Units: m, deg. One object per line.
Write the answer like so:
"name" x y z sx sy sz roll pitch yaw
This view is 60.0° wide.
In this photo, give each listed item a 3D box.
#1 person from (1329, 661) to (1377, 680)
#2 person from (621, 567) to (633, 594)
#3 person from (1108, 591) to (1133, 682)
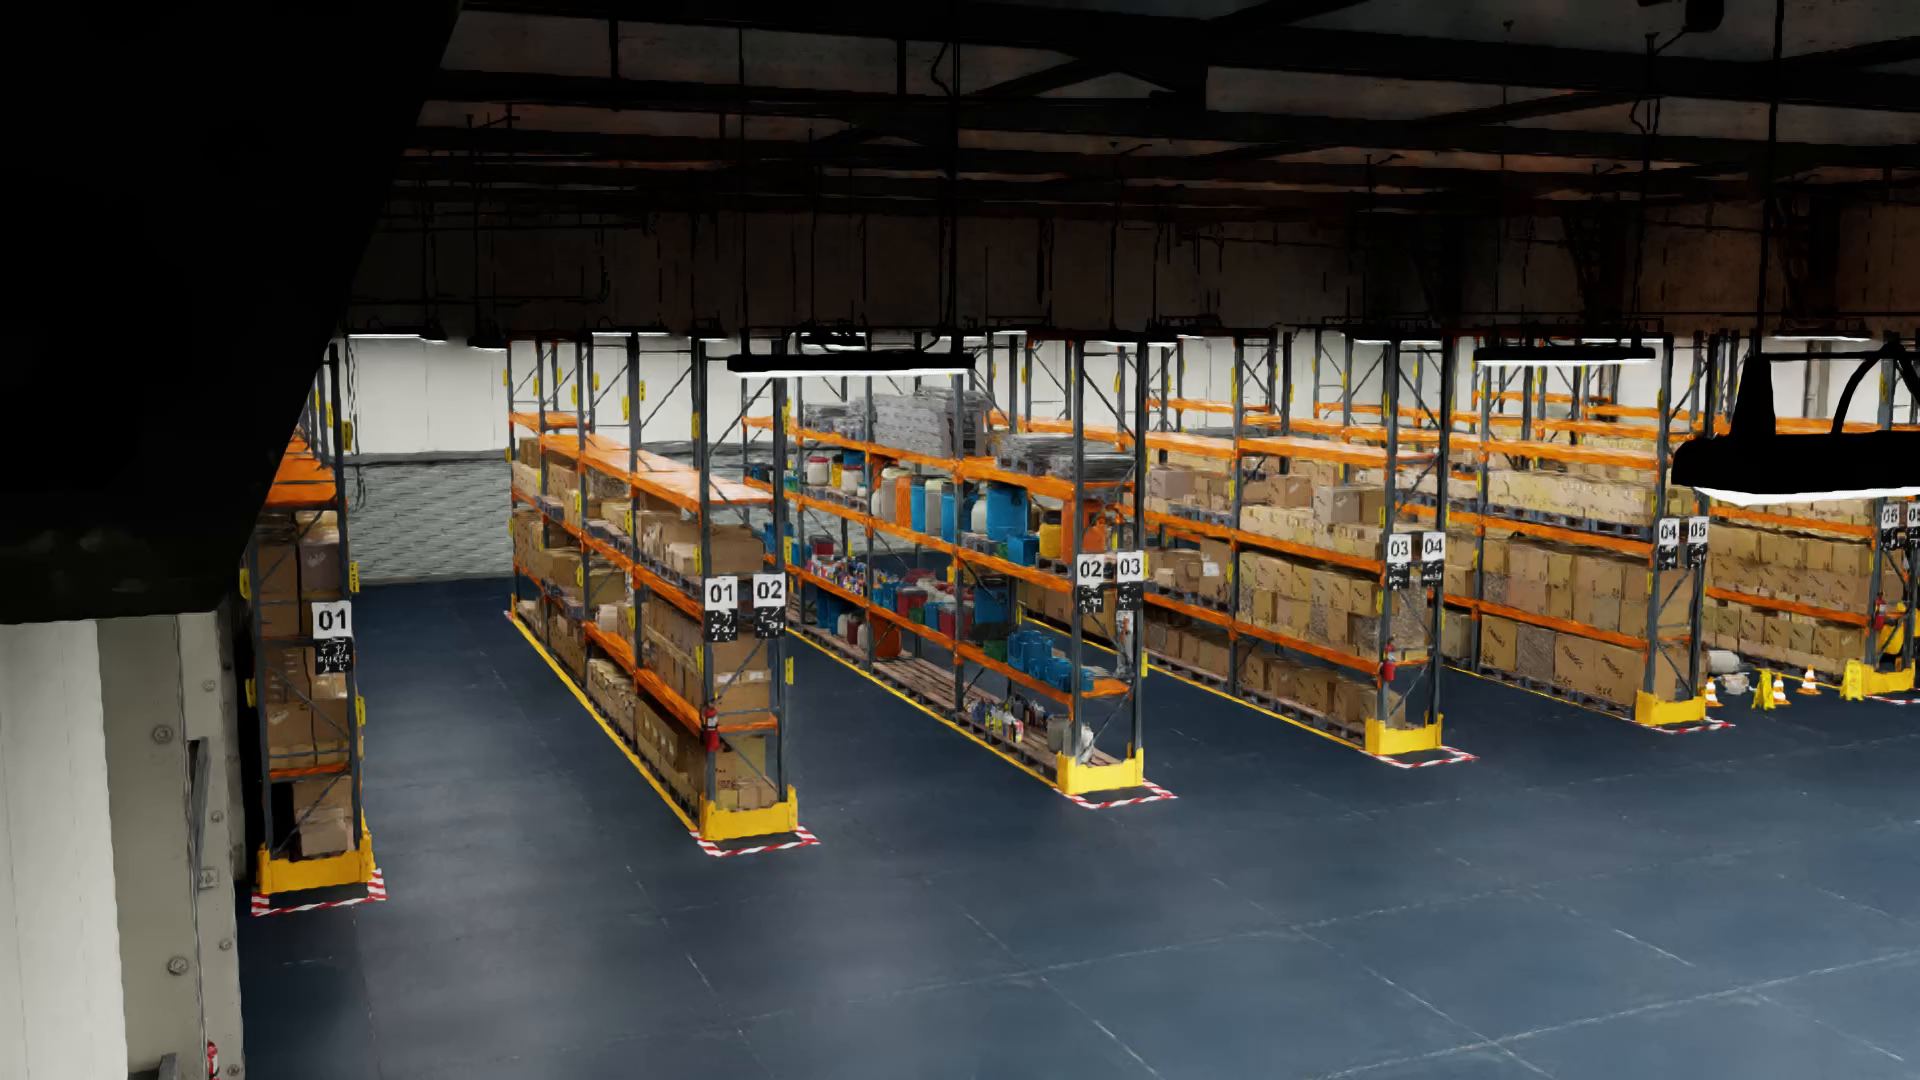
"person" 6.821 1.635 28.736 0.621 1.588 0.828 -6 10 -39
"person" -6.881 0.850 34.024 0.566 1.706 1.122 -3 8 -21
"person" 2.838 1.595 28.754 0.554 1.655 0.590 0 8 2
